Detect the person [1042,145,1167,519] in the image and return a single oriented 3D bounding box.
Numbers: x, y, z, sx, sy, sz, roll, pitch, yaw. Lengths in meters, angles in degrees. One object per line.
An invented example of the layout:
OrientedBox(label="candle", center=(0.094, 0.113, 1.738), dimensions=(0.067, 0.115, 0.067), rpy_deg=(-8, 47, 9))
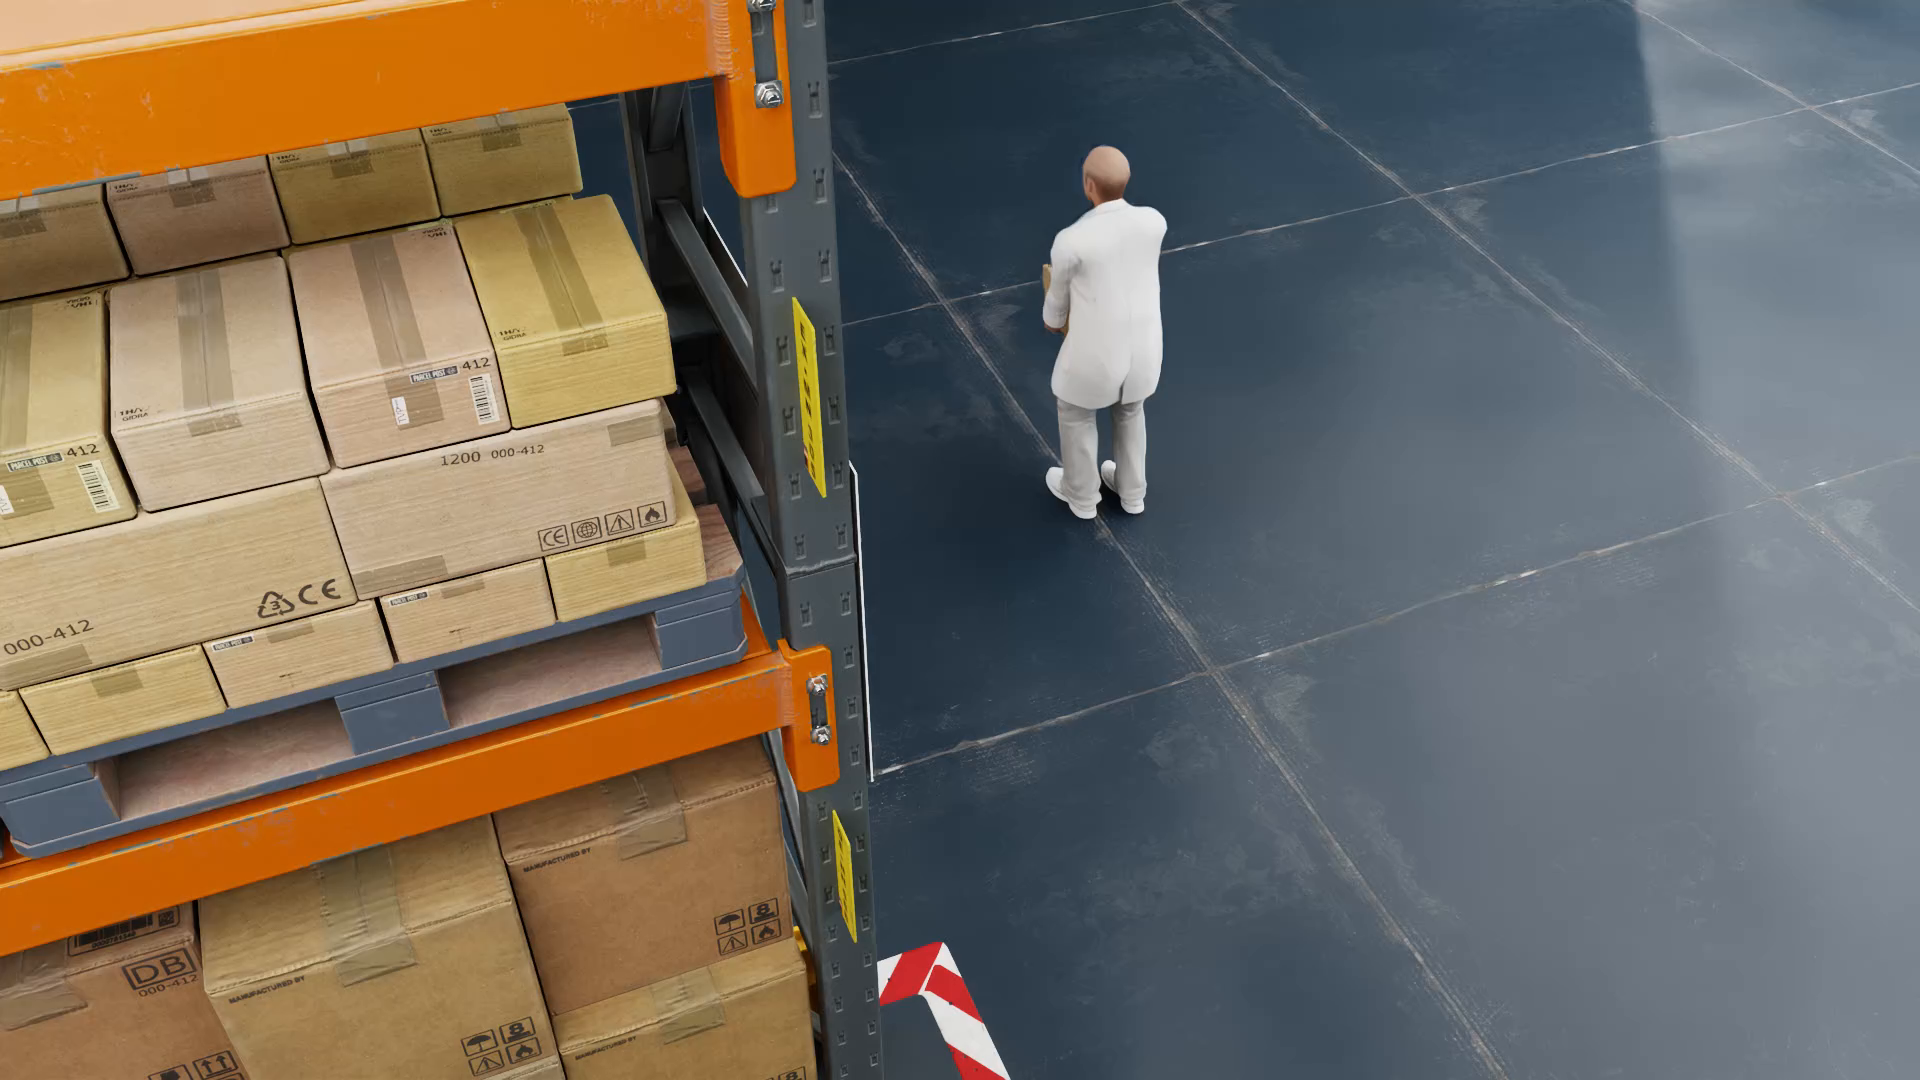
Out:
OrientedBox(label="person", center=(0.605, -0.899, 7.209), dimensions=(0.530, 1.771, 0.580), rpy_deg=(-16, 44, -17))
